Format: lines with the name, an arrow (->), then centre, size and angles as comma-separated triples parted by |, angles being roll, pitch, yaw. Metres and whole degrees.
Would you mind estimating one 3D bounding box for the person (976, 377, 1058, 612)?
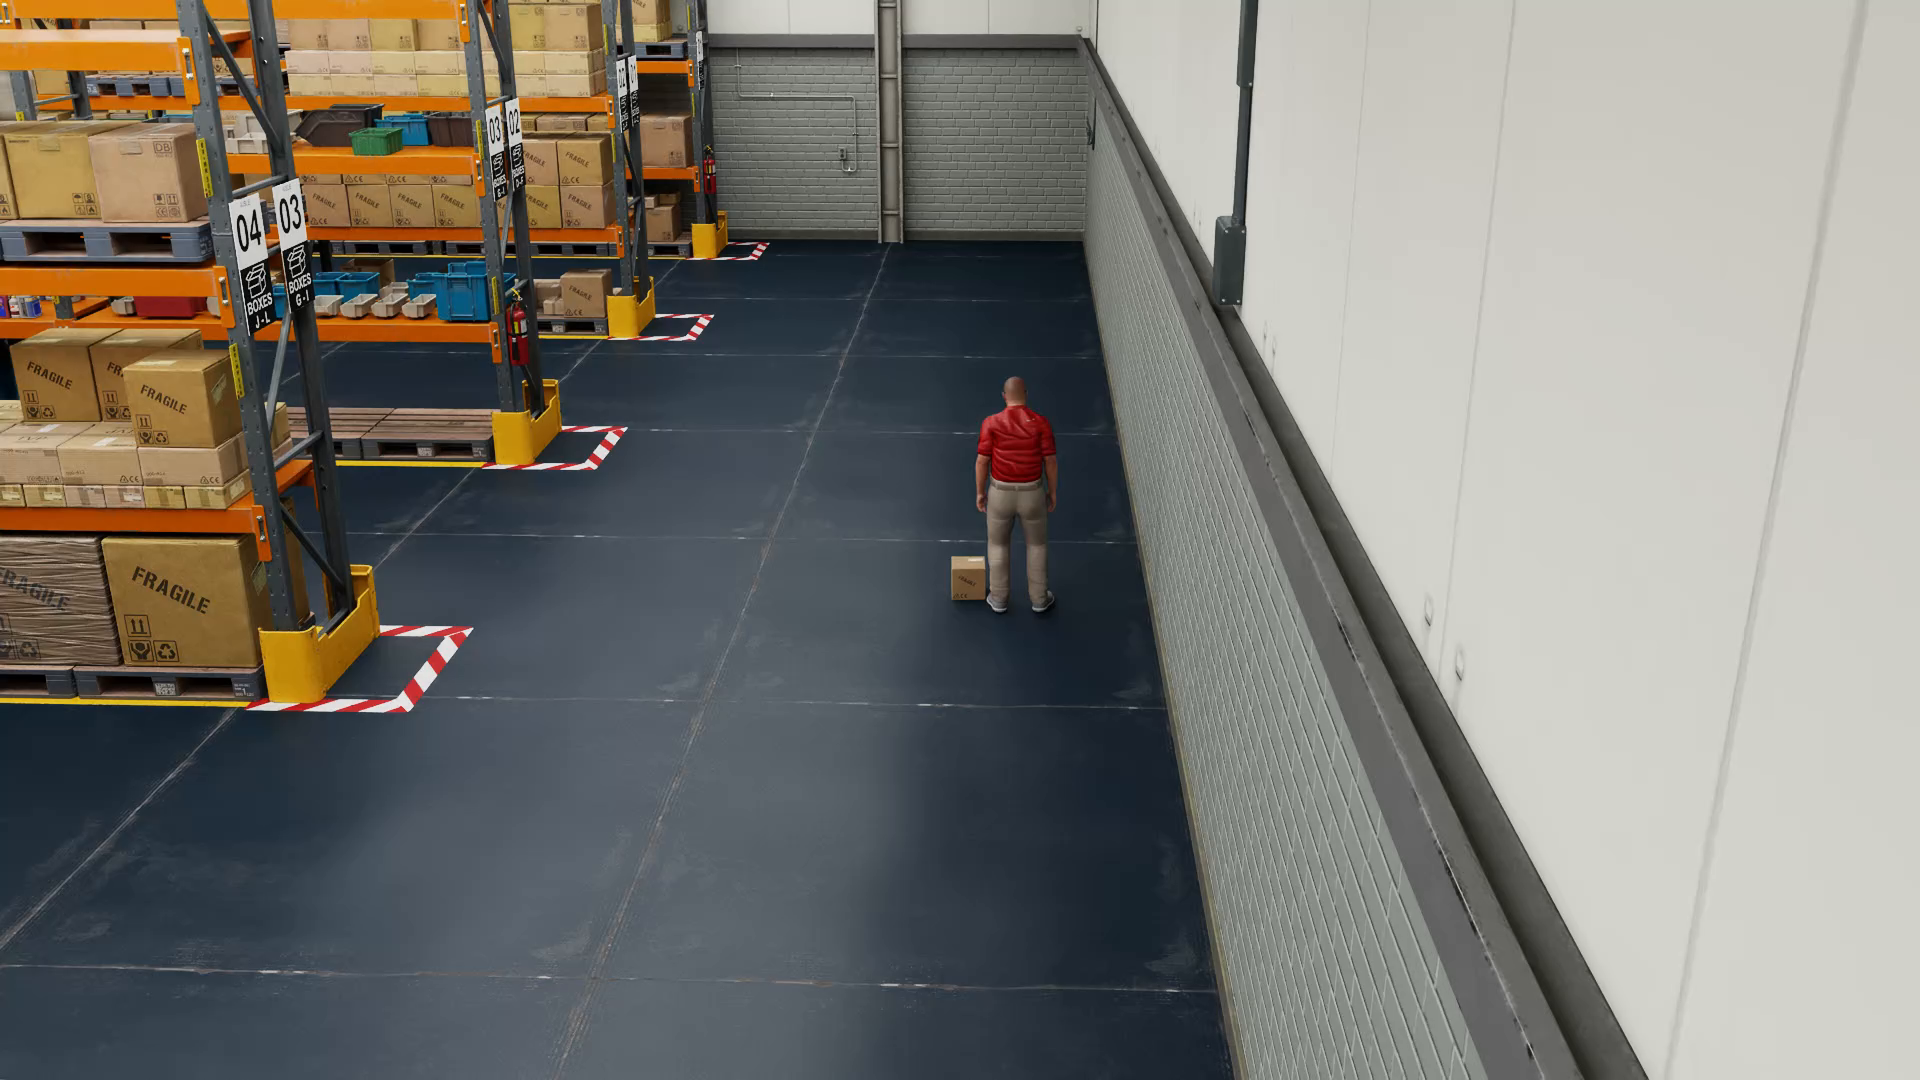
person -> 0.407, -0.318, 11.943 | 0.585, 1.727, 0.391 | 1, 21, 2
